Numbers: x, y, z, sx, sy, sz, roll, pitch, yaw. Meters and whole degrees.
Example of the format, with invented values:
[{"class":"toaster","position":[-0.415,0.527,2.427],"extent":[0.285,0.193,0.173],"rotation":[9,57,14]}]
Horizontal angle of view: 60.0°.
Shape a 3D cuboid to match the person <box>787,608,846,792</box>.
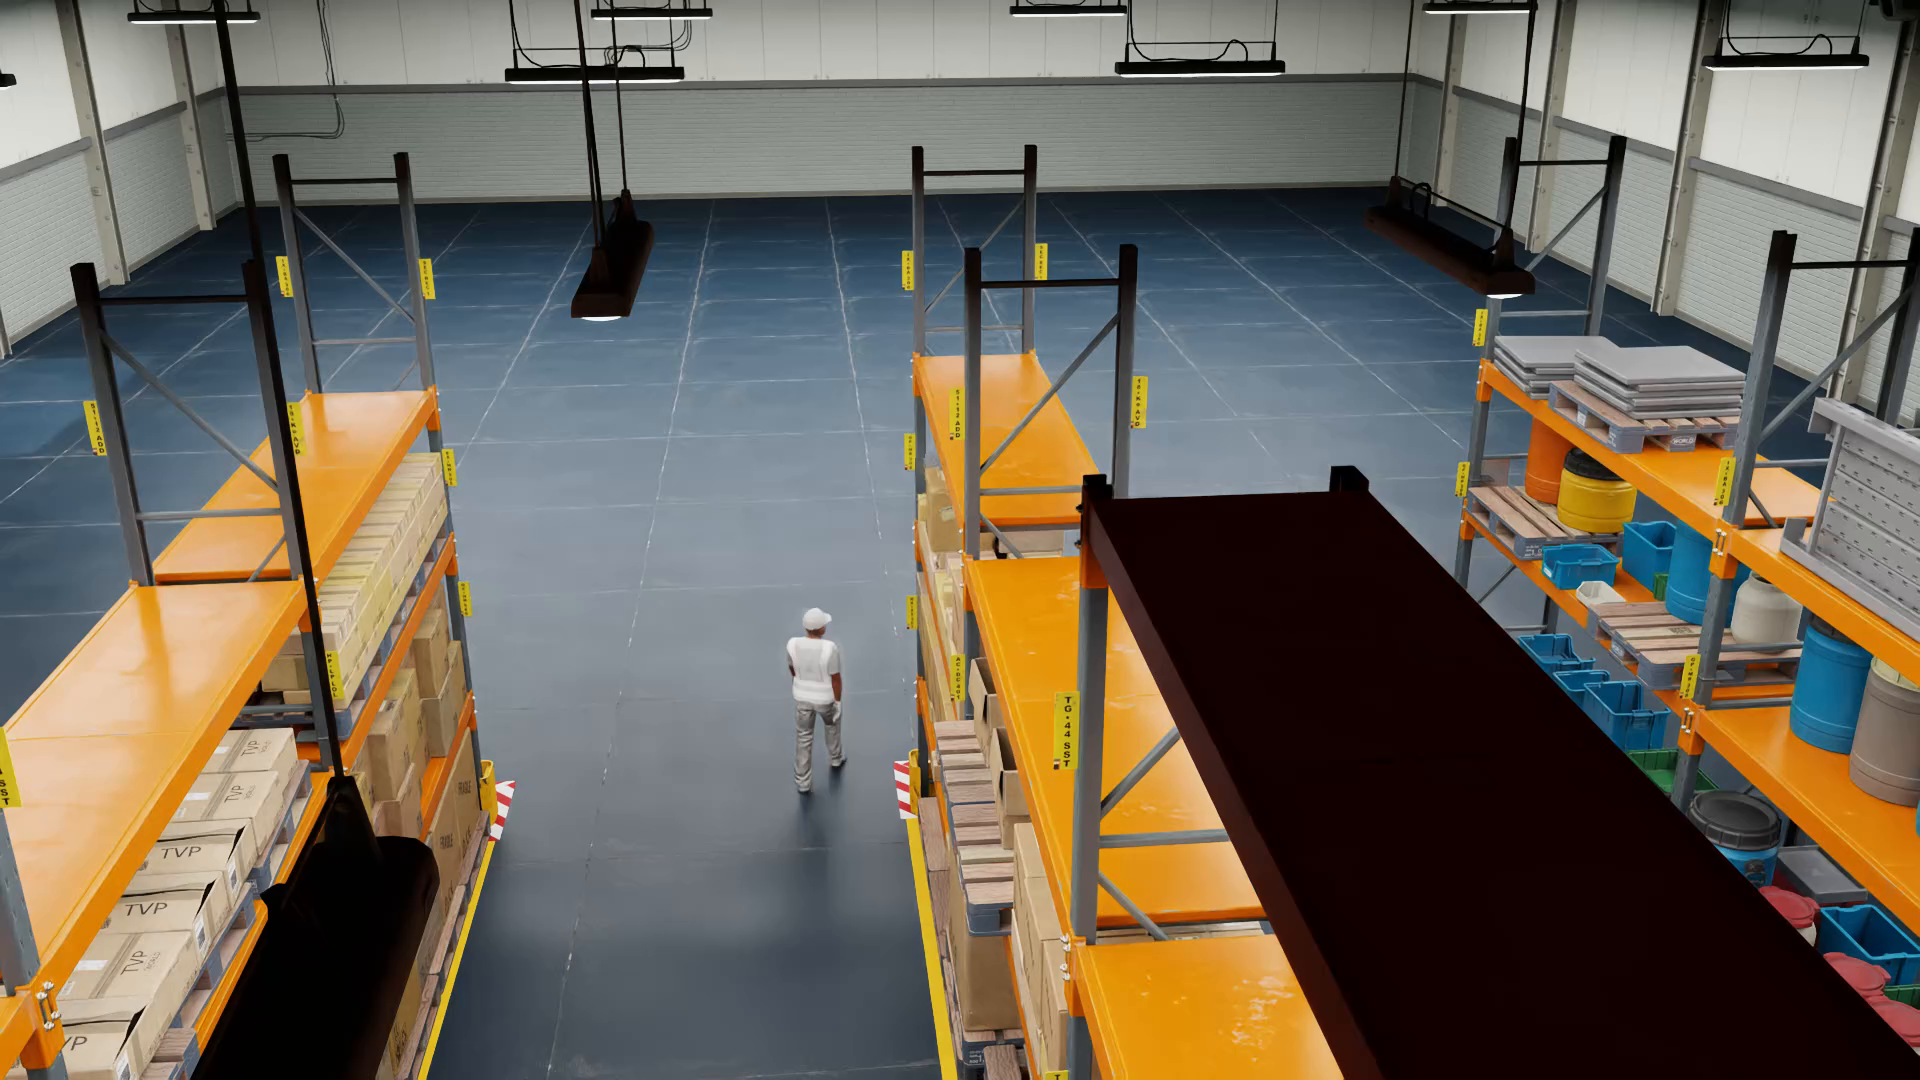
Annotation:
[{"class":"person","position":[-1.314,1.414,15.608],"extent":[0.569,1.759,0.841],"rotation":[5,22,12]}]
